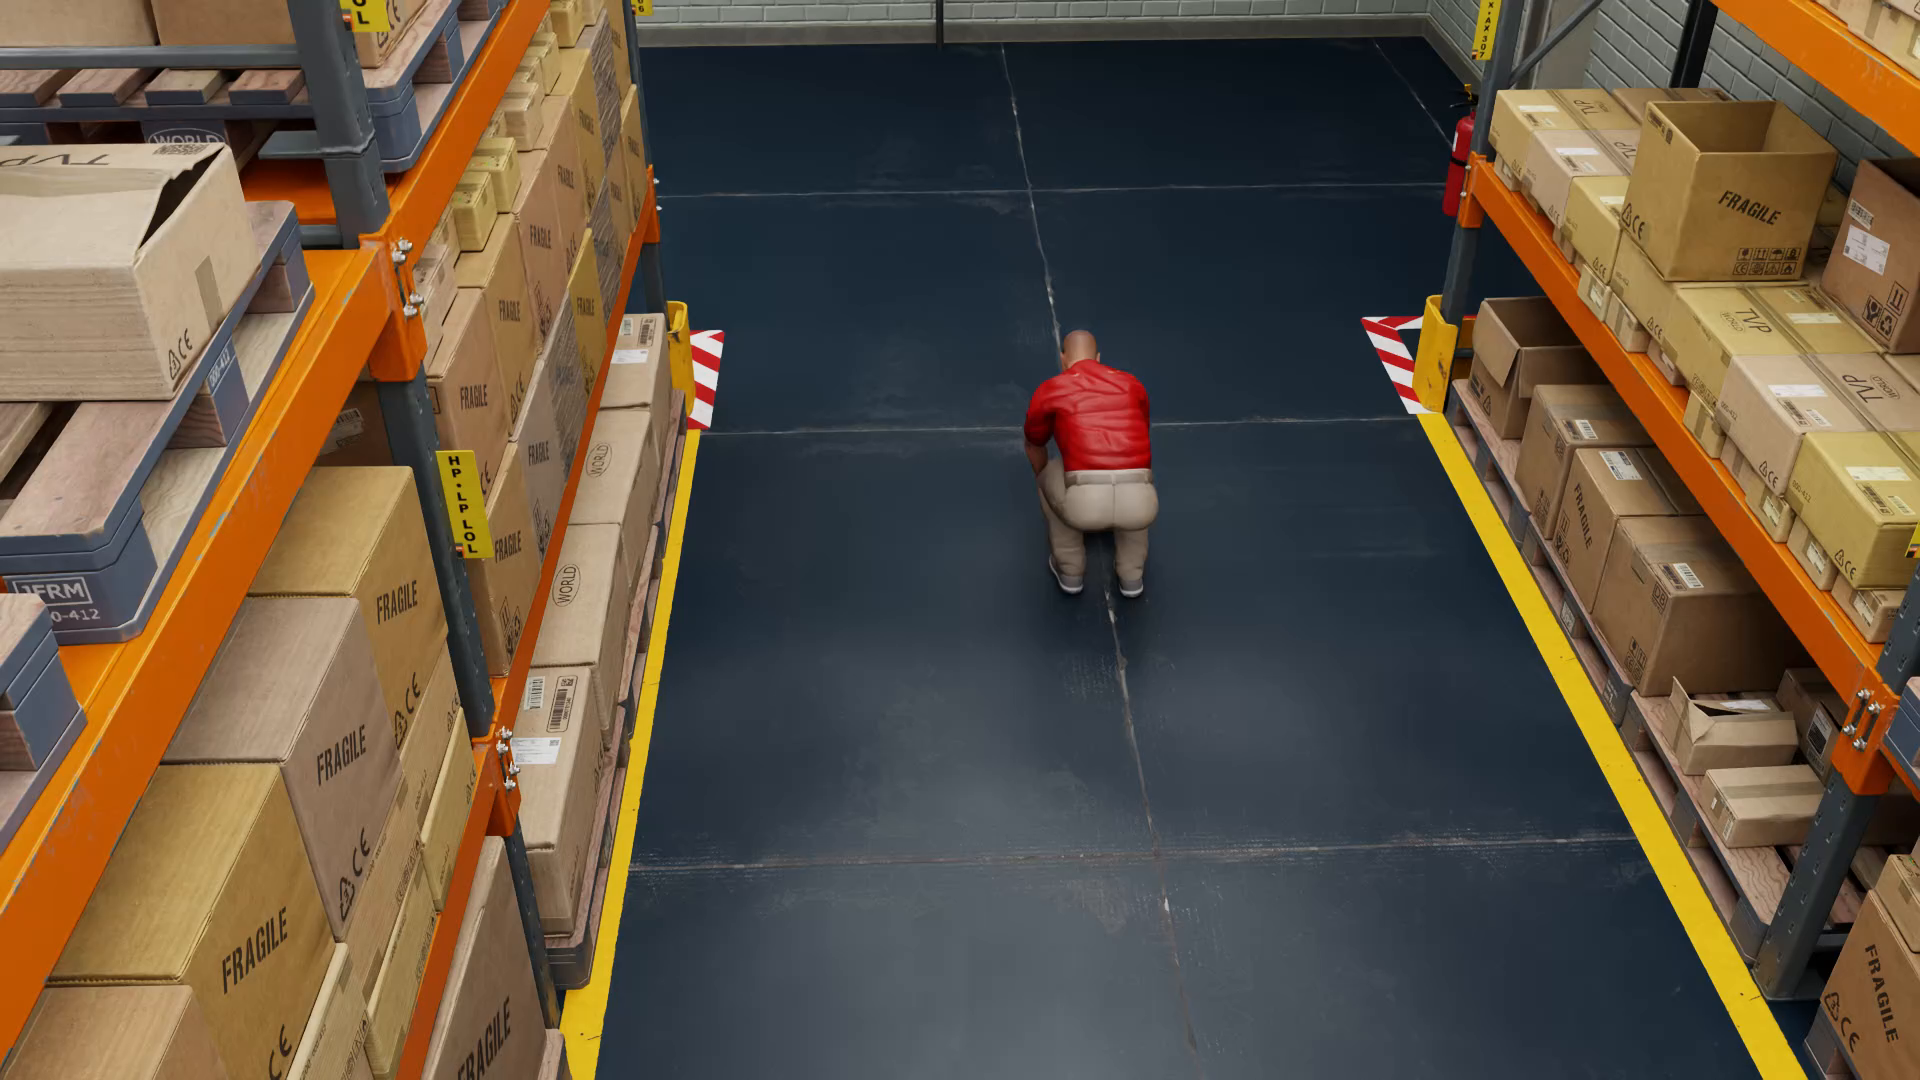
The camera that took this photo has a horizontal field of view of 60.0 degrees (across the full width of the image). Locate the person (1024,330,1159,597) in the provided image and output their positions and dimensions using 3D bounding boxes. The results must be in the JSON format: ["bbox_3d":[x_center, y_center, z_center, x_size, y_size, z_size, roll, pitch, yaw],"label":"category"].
[{"bbox_3d":[0.571,-0.302,7.220,0.570,1.012,0.866,-2,35,-2],"label":"person"}]
